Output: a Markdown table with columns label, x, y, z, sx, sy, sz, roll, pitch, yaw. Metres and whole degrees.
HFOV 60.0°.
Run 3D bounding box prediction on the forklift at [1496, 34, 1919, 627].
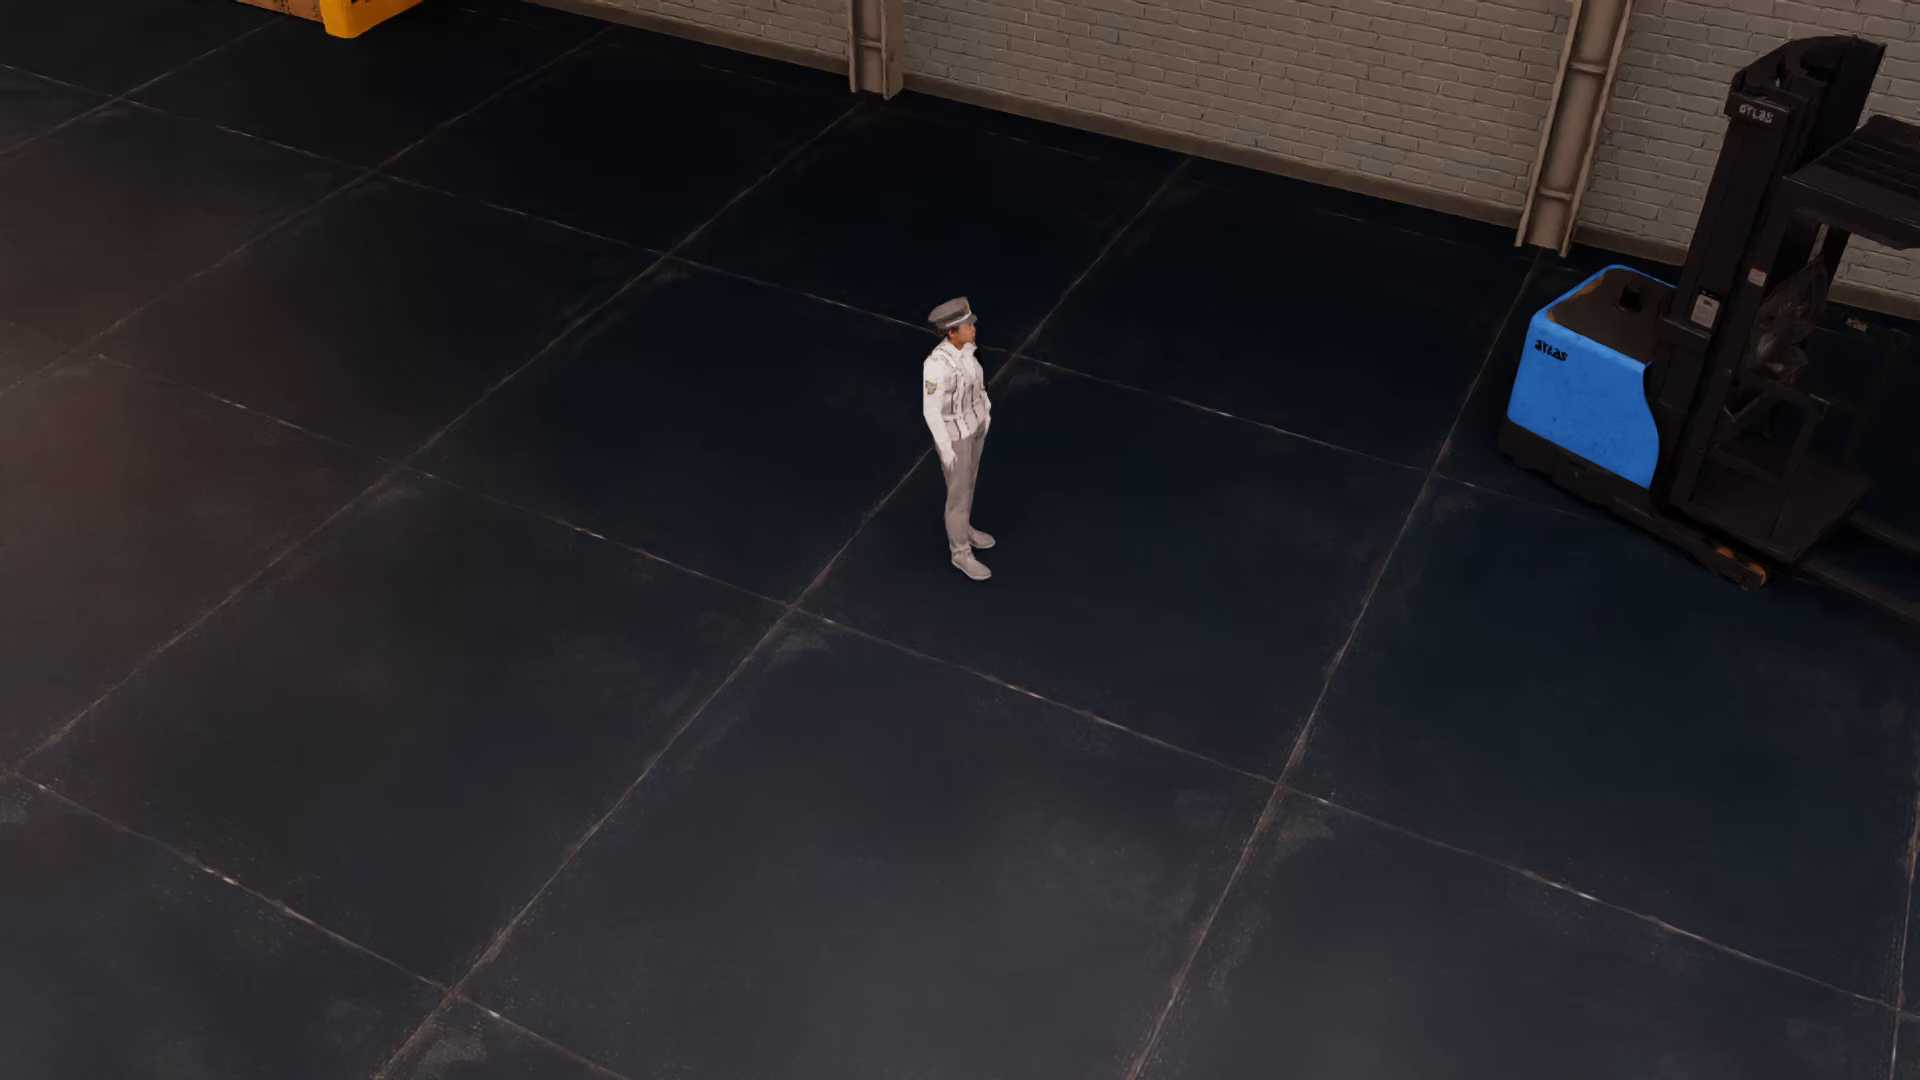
| label | x | y | z | sx | sy | sz | roll | pitch | yaw |
| --- | --- | --- | --- | --- | --- | --- | --- | --- | --- |
| forklift | 4.878 | -1.195 | 9.406 | 1.130 | 2.935 | 3.031 | -31 | 49 | -31 |

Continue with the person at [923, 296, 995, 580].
| label | x | y | z | sx | sy | sz | roll | pitch | yaw |
| --- | --- | --- | --- | --- | --- | --- | --- | --- | --- |
| person | 0.065 | -0.626 | 9.680 | 0.514 | 1.692 | 0.586 | 18 | 43 | 21 |
